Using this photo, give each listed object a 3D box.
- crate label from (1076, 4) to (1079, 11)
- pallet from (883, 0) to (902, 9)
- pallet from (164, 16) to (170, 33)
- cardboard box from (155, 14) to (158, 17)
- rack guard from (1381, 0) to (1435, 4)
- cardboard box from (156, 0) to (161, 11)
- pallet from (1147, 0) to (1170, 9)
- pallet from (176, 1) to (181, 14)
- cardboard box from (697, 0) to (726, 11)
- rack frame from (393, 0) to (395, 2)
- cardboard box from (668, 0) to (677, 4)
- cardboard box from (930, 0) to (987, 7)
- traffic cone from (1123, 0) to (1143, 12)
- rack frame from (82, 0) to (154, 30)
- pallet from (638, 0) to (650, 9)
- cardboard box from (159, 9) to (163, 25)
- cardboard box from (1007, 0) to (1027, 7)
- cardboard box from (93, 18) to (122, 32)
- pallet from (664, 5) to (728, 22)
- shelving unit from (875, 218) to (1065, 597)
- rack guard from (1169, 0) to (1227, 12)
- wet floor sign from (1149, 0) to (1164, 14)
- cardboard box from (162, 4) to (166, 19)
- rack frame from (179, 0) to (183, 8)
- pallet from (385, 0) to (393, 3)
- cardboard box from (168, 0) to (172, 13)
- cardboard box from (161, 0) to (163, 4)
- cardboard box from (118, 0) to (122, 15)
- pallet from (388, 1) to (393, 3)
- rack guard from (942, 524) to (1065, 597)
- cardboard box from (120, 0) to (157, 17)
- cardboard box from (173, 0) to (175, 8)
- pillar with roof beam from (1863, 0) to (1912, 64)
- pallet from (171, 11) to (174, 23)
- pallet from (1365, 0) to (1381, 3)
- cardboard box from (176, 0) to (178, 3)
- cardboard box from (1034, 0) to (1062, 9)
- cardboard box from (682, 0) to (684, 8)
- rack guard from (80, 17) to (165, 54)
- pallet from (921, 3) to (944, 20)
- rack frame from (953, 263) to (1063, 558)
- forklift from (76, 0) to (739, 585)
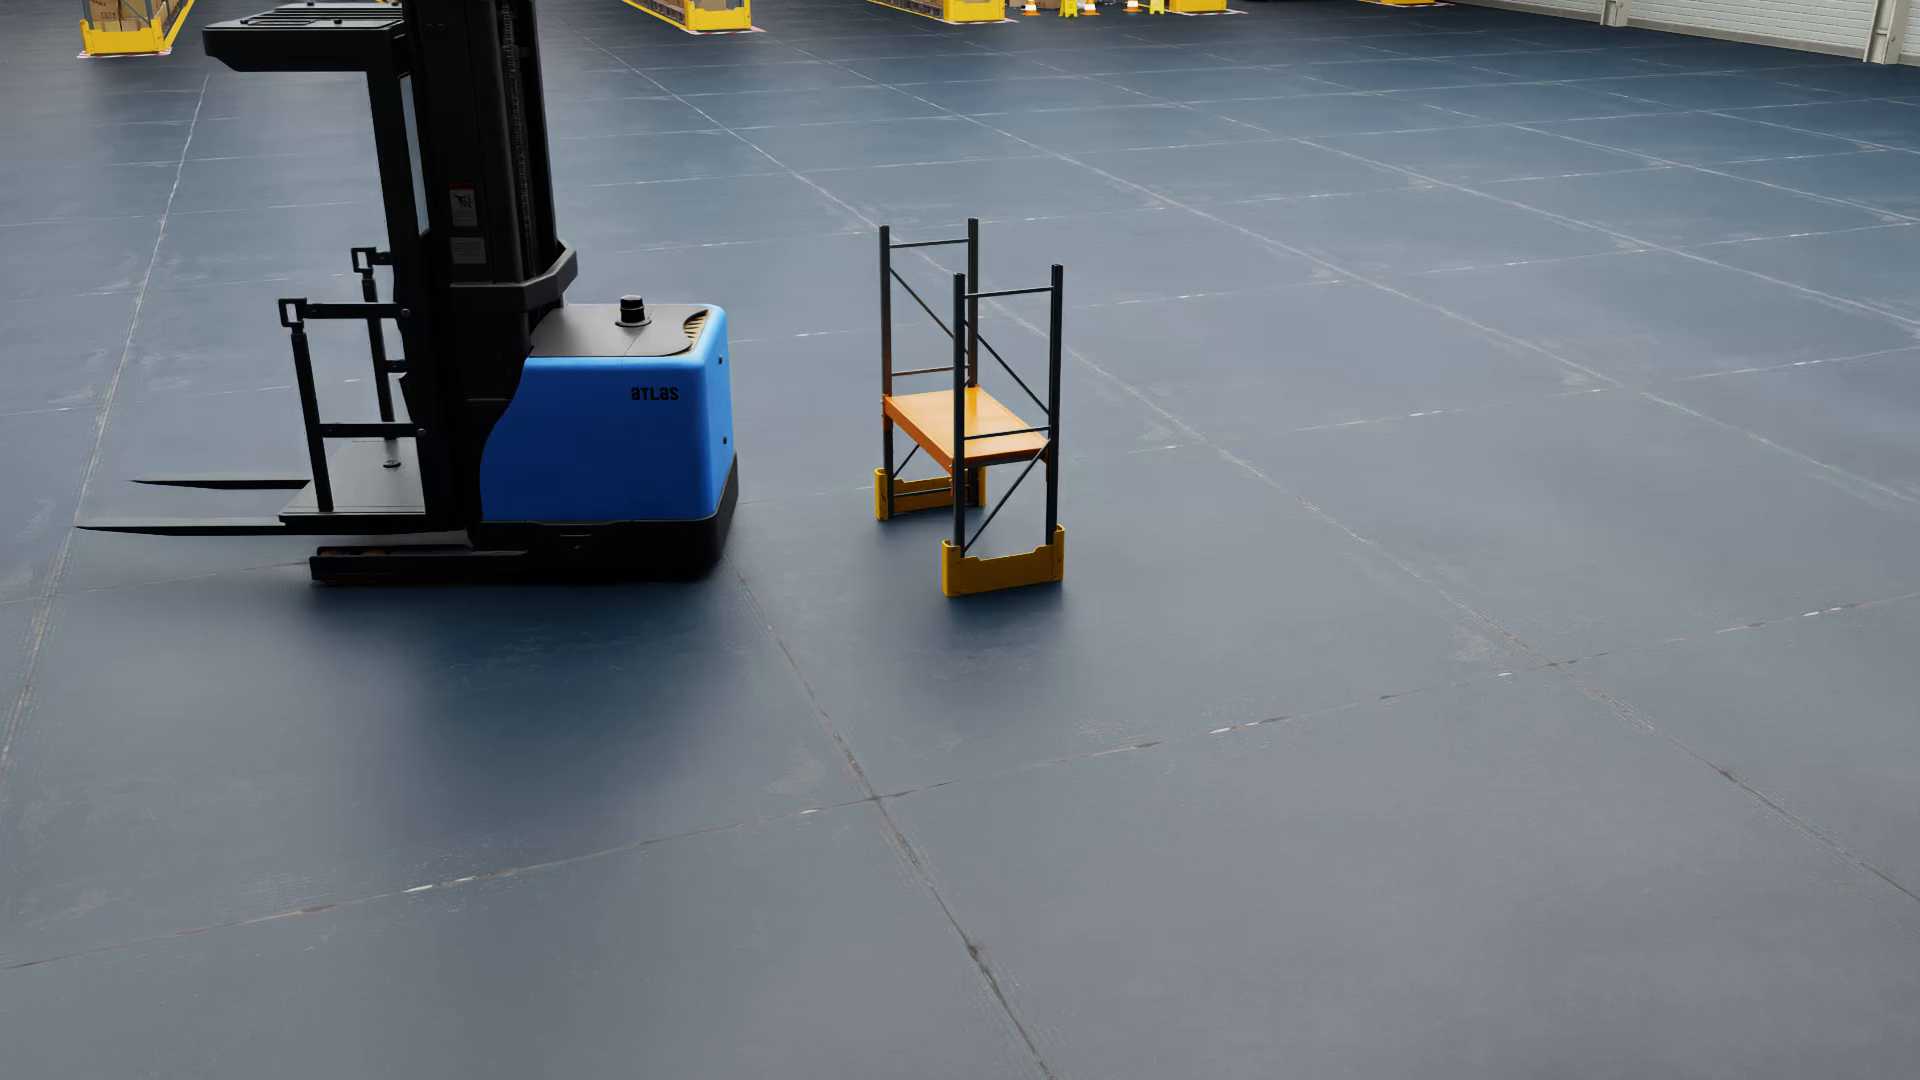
[{"bbox_3d":[2.246,-10.784,33.659,0.298,0.136,0.250,18,29,36],"label":"crate label"},{"bbox_3d":[-0.954,-11.288,34.760,1.003,0.211,1.213,-8,24,-19],"label":"pallet"},{"bbox_3d":[-14.853,-9.279,29.992,1.003,0.211,1.213,-8,24,-19],"label":"pallet"},{"bbox_3d":[-13.843,-8.738,28.119,0.500,0.250,0.500,-8,24,-19],"label":"cardboard box"},{"bbox_3d":[9.509,-11.644,35.233,1.175,0.500,0.348,-8,24,-19],"label":"rack guard"},{"bbox_3d":[-14.190,-9.448,28.837,0.500,0.500,0.500,-8,24,-19],"label":"cardboard box"},{"bbox_3d":[4.578,-11.165,34.468,1.003,0.211,1.213,-8,24,-19],"label":"pallet"},{"bbox_3d":[-16.253,-10.722,33.418,1.003,0.211,1.213,-8,24,-19],"label":"pallet"},{"bbox_3d":[-4.617,-10.034,30.871,0.500,0.500,0.500,-4,23,-9],"label":"cardboard box"},{"bbox_3d":[-10.459,-11.537,31.759,1.000,3.000,0.127,-8,24,-19],"label":"rack frame"},{"bbox_3d":[-5.512,-10.900,32.926,0.500,0.500,0.500,-1,23,-2],"label":"cardboard box"},{"bbox_3d":[-0.038,-10.858,32.345,0.875,0.875,0.875,-8,24,-19],"label":"cardboard box"},{"bbox_3d":[3.500,-10.933,33.593,0.336,0.463,0.334,-8,24,-19],"label":"traffic cone"},{"bbox_3d":[-13.681,-9.405,26.702,1.000,3.000,0.127,-8,24,-19],"label":"rack frame"},{"bbox_3d":[-6.102,-11.214,34.584,1.003,0.211,1.213,-8,24,-19],"label":"pallet"},{"bbox_3d":[-14.191,-9.102,28.983,0.500,0.250,0.500,-8,24,-19],"label":"cardboard box"},{"bbox_3d":[1.181,-11.228,34.548,0.396,0.266,0.258,-4,23,-10],"label":"cardboard box"},{"bbox_3d":[-14.147,-8.486,27.520,0.500,0.250,0.500,-8,24,-19],"label":"cardboard box"},{"bbox_3d":[-5.120,-10.248,32.292,1.003,0.211,1.213,-8,24,-19],"label":"pallet"},{"bbox_3d":[0.027,-0.663,7.893,0.587,1.500,1.083,-8,24,-19],"label":"shelving unit"},{"bbox_3d":[4.832,-10.998,33.700,1.175,0.500,0.348,-8,24,-19],"label":"rack guard"},{"bbox_3d":[3.925,-10.822,33.094,0.267,0.644,0.232,0,23,-1],"label":"wet floor sign"},{"bbox_3d":[-14.559,-9.463,29.840,0.500,0.250,0.500,-8,24,-19],"label":"cardboard box"},{"bbox_3d":[-16.508,-12.312,33.598,1.000,3.000,0.127,-8,24,-19],"label":"rack frame"},{"bbox_3d":[-11.208,-10.976,34.019,1.003,0.211,1.213,-8,24,-19],"label":"pallet"},{"bbox_3d":[-15.005,-9.965,31.031,0.500,0.250,0.500,-9,24,-20],"label":"cardboard box"},{"bbox_3d":[-14.560,-9.808,29.693,0.500,0.500,0.500,-8,24,-19],"label":"cardboard box"},{"bbox_3d":[-14.516,-9.192,28.231,0.500,0.500,0.500,-8,24,-19],"label":"cardboard box"},{"bbox_3d":[-10.773,-10.532,32.965,1.003,0.211,1.213,-8,24,-19],"label":"pallet"},{"bbox_3d":[0.203,0.093,7.706,0.587,0.250,0.087,-8,24,-19],"label":"rack guard"},{"bbox_3d":[-13.841,-9.084,27.974,0.500,0.500,0.500,-8,24,-19],"label":"cardboard box"},{"bbox_3d":[-15.370,-10.339,31.918,0.500,0.250,0.500,-9,25,-21],"label":"cardboard box"},{"bbox_3d":[10.310,-10.995,22.750,9.100,9.000,0.400,-8,24,-19],"label":"pillar with roof beam"},{"bbox_3d":[-15.391,-9.836,31.314,1.003,0.211,1.213,-8,24,-19],"label":"pallet"},{"bbox_3d":[9.192,-11.792,35.956,1.003,0.211,1.213,-8,24,-19],"label":"pallet"},{"bbox_3d":[-15.733,-10.710,32.799,0.500,0.250,0.500,-8,24,-18],"label":"cardboard box"},{"bbox_3d":[1.870,-11.263,34.324,0.637,0.503,0.797,12,26,27],"label":"cardboard box"},{"bbox_3d":[-5.064,-10.476,31.921,0.500,0.500,0.500,-6,24,-14],"label":"cardboard box"},{"bbox_3d":[-13.673,-8.244,27.167,1.175,0.500,0.348,-8,24,-19],"label":"rack guard"},{"bbox_3d":[-0.092,-10.401,32.656,1.003,0.211,1.213,-8,24,-19],"label":"pallet"},{"bbox_3d":[0.210,-0.475,7.447,0.500,1.500,0.032,-8,24,-19],"label":"rack frame"},{"bbox_3d":[-2.656,-1.348,7.674,3.031,2.935,1.130,0,23,-1],"label":"forklift"}]
